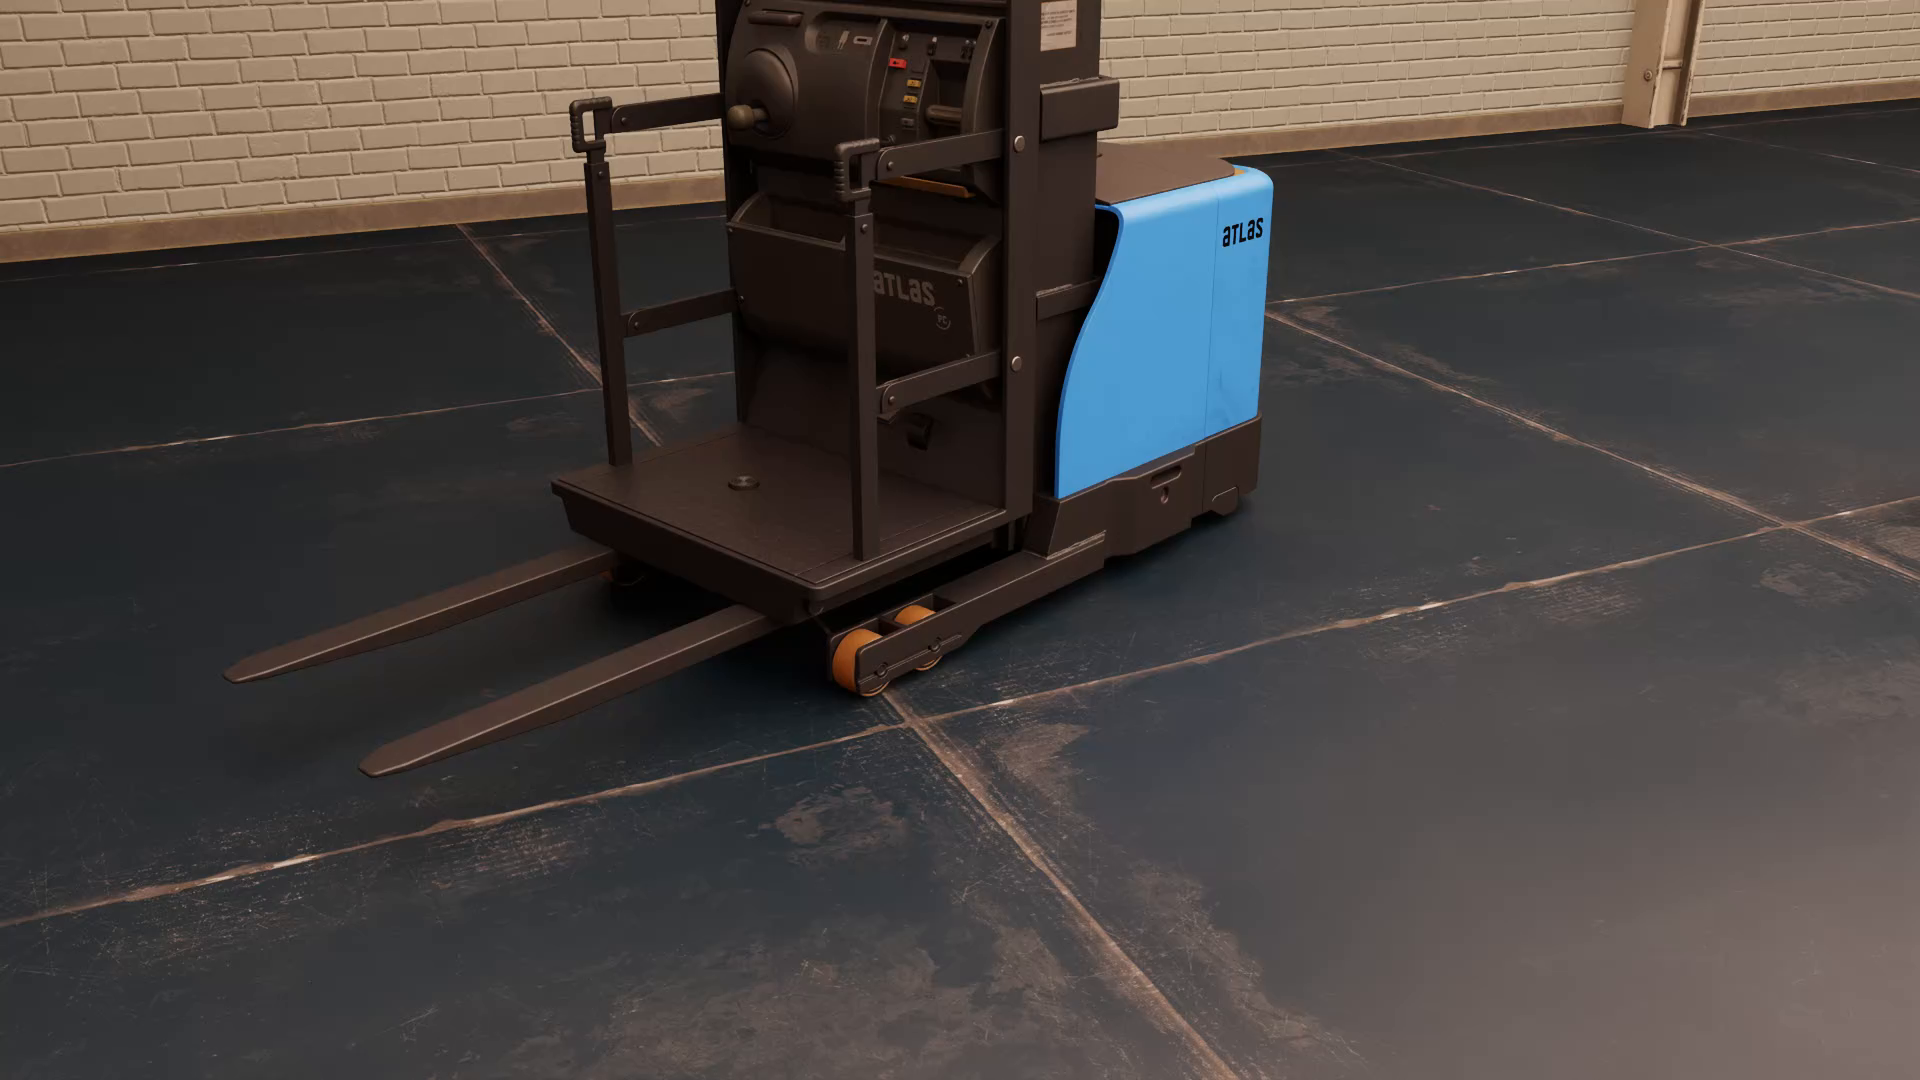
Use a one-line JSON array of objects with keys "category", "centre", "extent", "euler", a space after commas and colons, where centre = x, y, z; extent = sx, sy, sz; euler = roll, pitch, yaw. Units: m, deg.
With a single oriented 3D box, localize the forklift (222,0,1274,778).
[{"category": "forklift", "centre": [-0.413, -1.182, 4.131], "extent": [1.130, 2.935, 3.031], "euler": [19, 29, 39]}]
